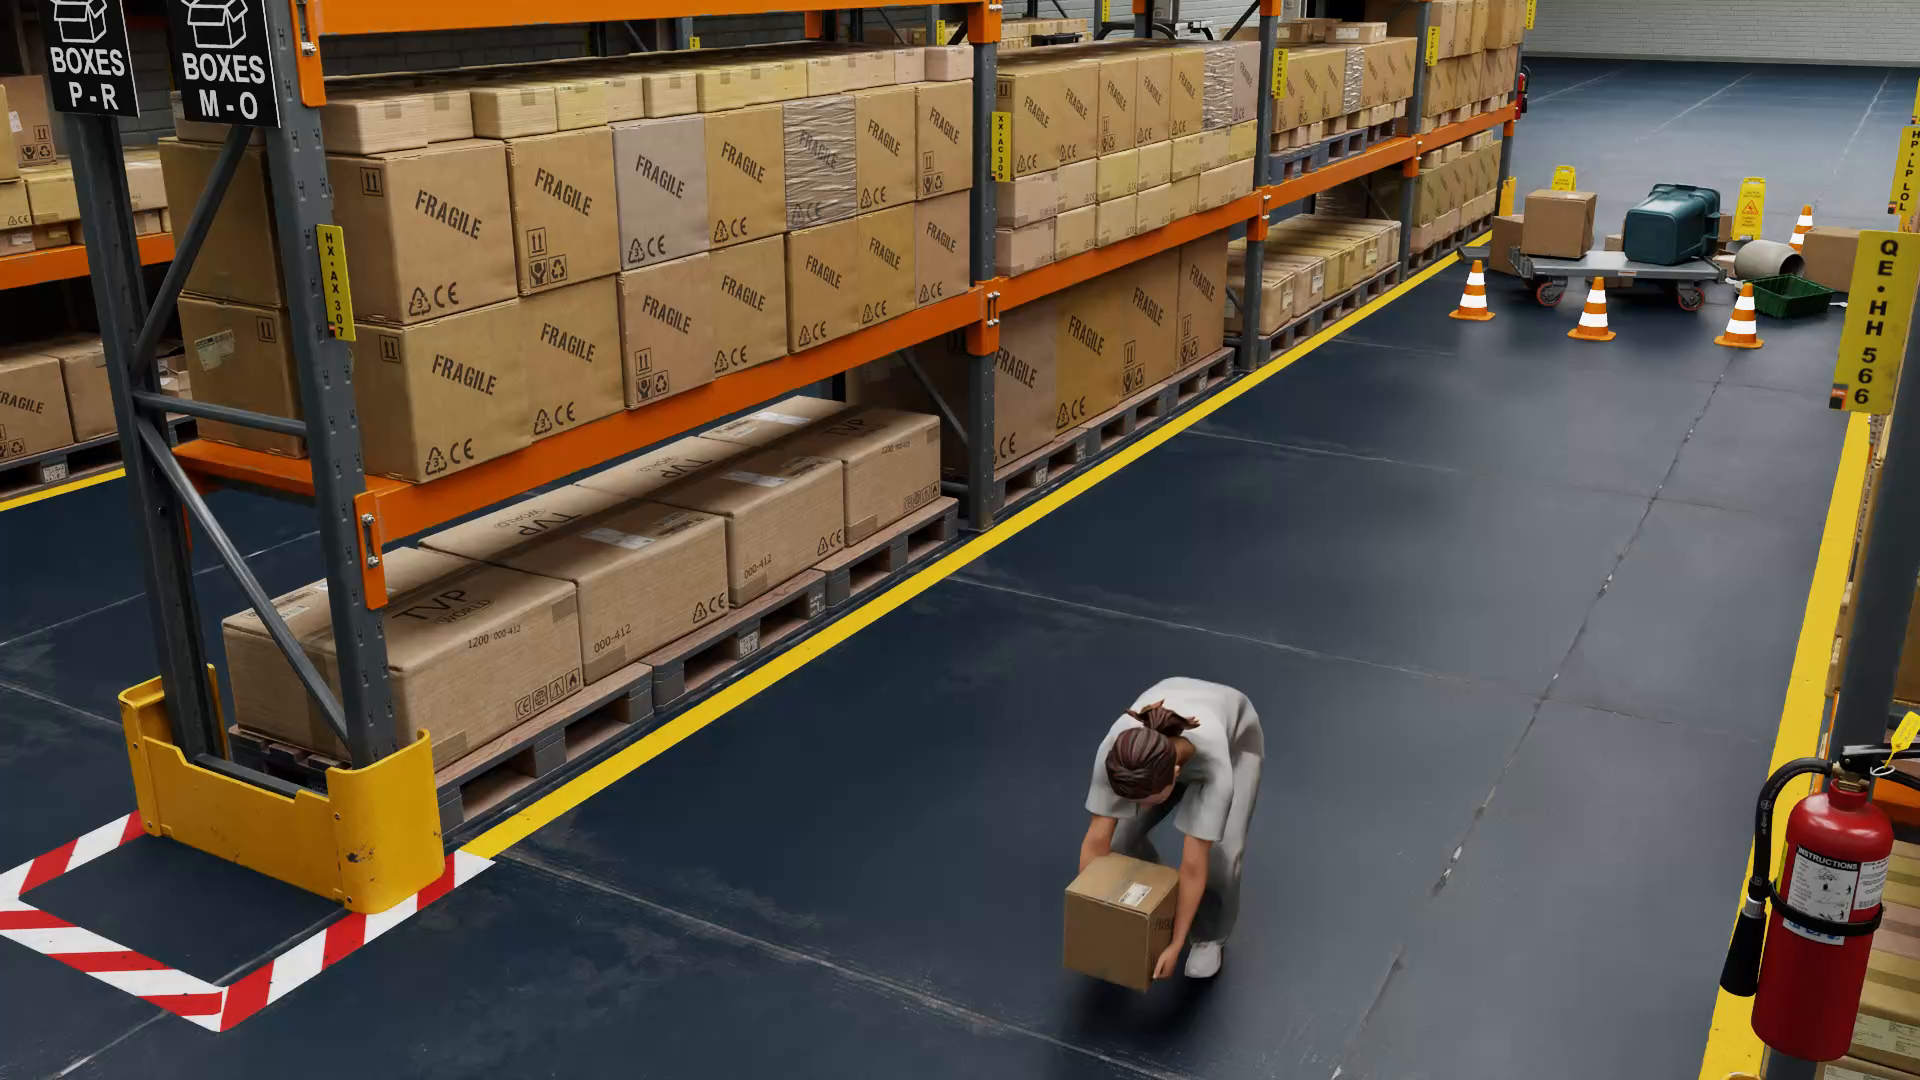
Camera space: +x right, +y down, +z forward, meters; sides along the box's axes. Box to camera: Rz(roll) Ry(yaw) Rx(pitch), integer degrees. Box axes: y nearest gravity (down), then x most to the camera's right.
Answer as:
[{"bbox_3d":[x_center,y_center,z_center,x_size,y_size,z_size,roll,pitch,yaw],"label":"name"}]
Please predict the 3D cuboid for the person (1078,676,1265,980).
[{"bbox_3d":[0.613,0.826,4.829,0.462,0.949,0.854,10,22,25],"label":"person"}]
